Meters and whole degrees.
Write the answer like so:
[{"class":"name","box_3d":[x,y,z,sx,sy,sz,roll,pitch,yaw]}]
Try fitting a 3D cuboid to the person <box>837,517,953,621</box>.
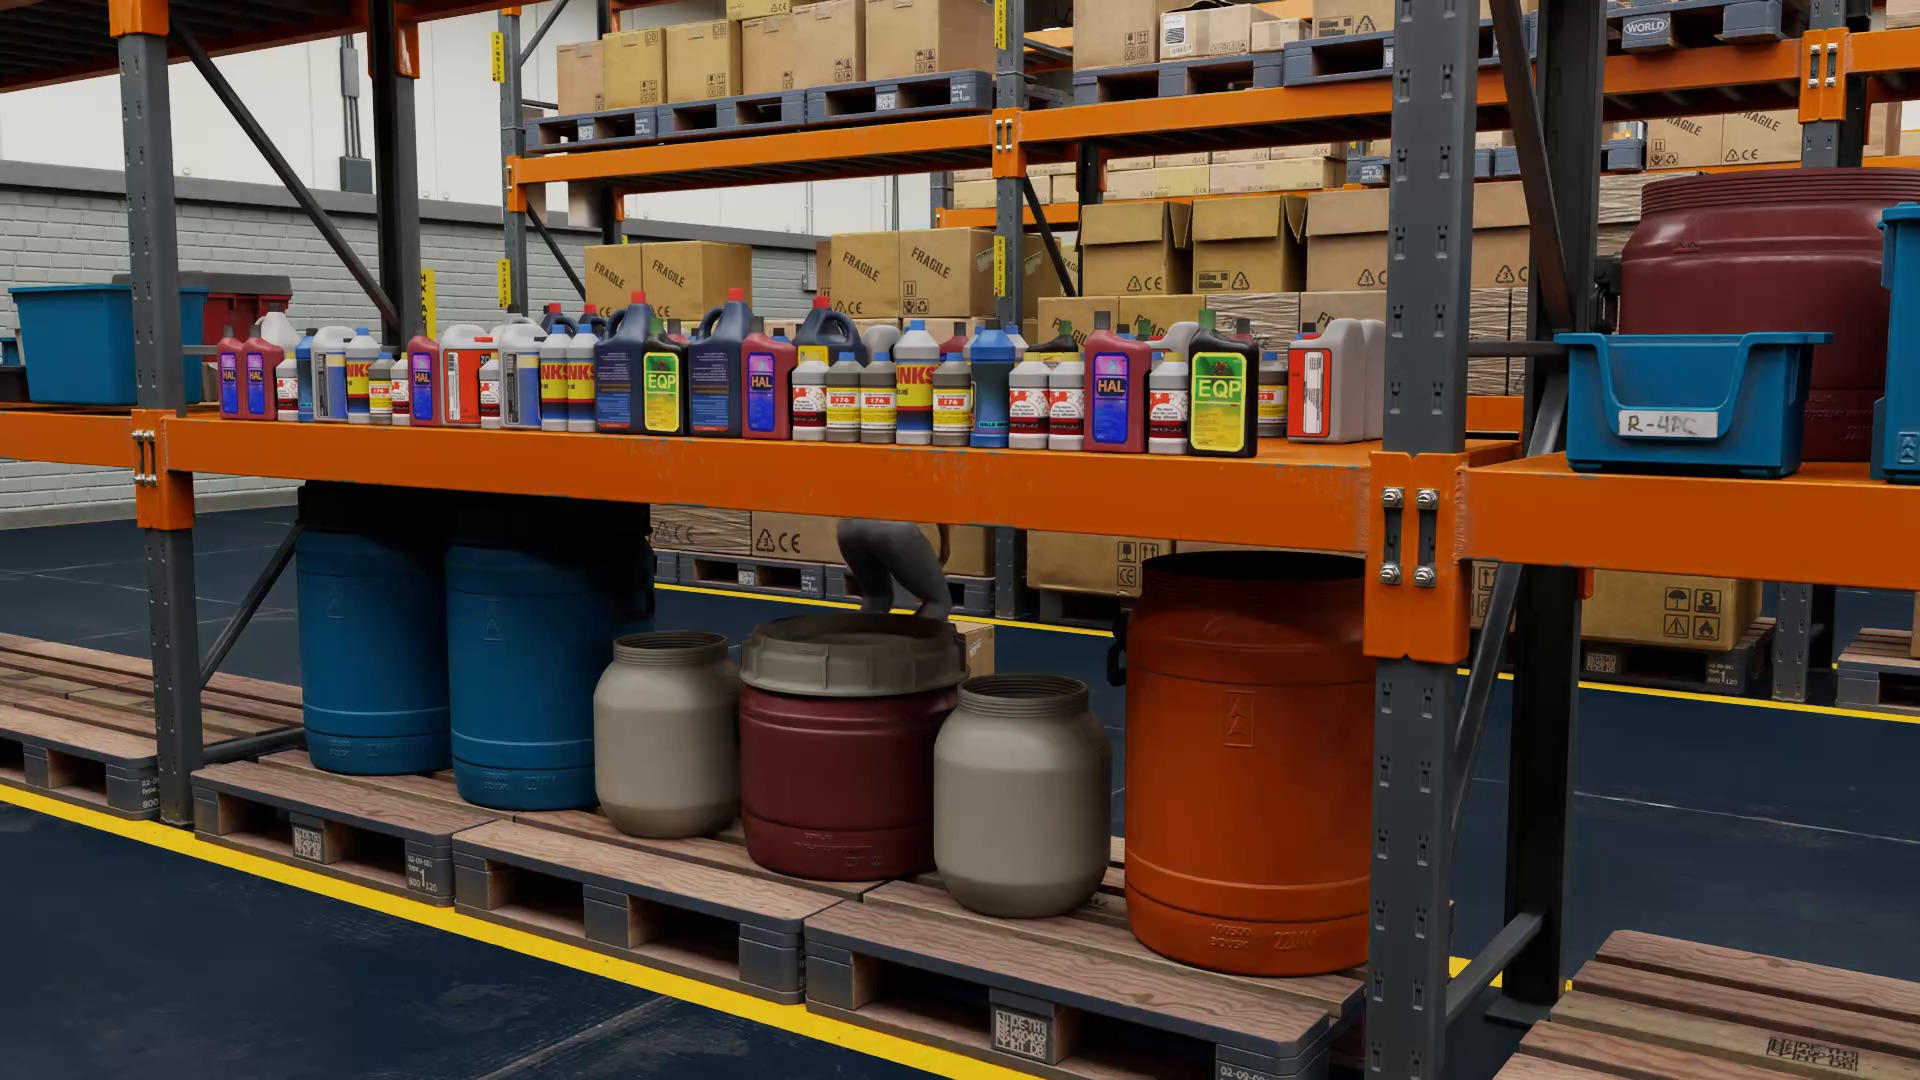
[{"class":"person","box_3d":[-0.297,-0.022,7.247,0.492,1.441,0.577,4,8,34]}]
